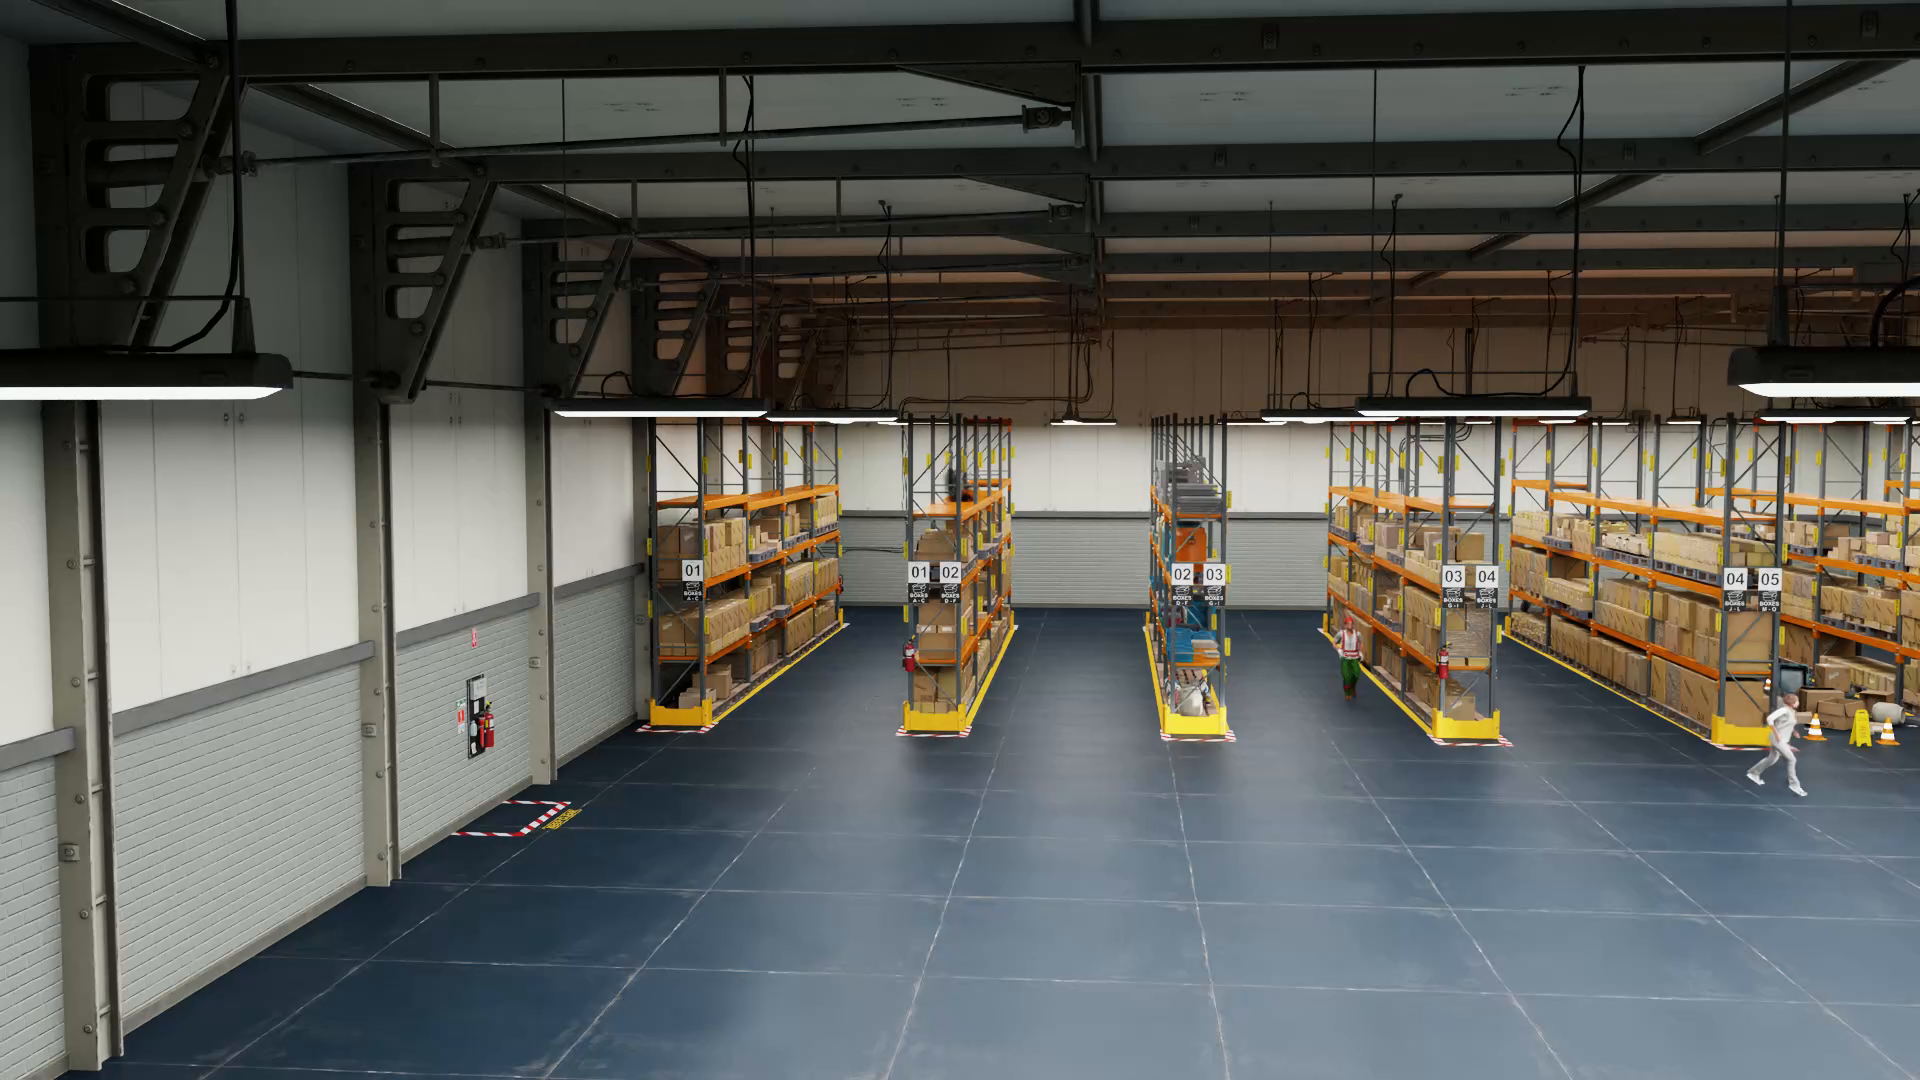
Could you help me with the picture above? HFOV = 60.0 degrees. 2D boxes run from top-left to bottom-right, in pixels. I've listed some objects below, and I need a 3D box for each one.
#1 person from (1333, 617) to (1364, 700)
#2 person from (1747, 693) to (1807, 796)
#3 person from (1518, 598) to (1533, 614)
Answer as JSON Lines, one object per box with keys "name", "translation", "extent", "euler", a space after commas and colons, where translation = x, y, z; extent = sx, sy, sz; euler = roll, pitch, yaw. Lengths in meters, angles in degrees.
{"name": "person", "translation": [8.167, 2.495, 34.922], "extent": [0.661, 1.746, 0.572], "euler": [0, 4, 6]}
{"name": "person", "translation": [12.850, 3.176, 26.139], "extent": [0.913, 1.580, 0.565], "euler": [4, 5, 45]}
{"name": "person", "translation": [16.144, 1.739, 47.451], "extent": [0.487, 1.568, 0.660], "euler": [3, 5, 42]}
